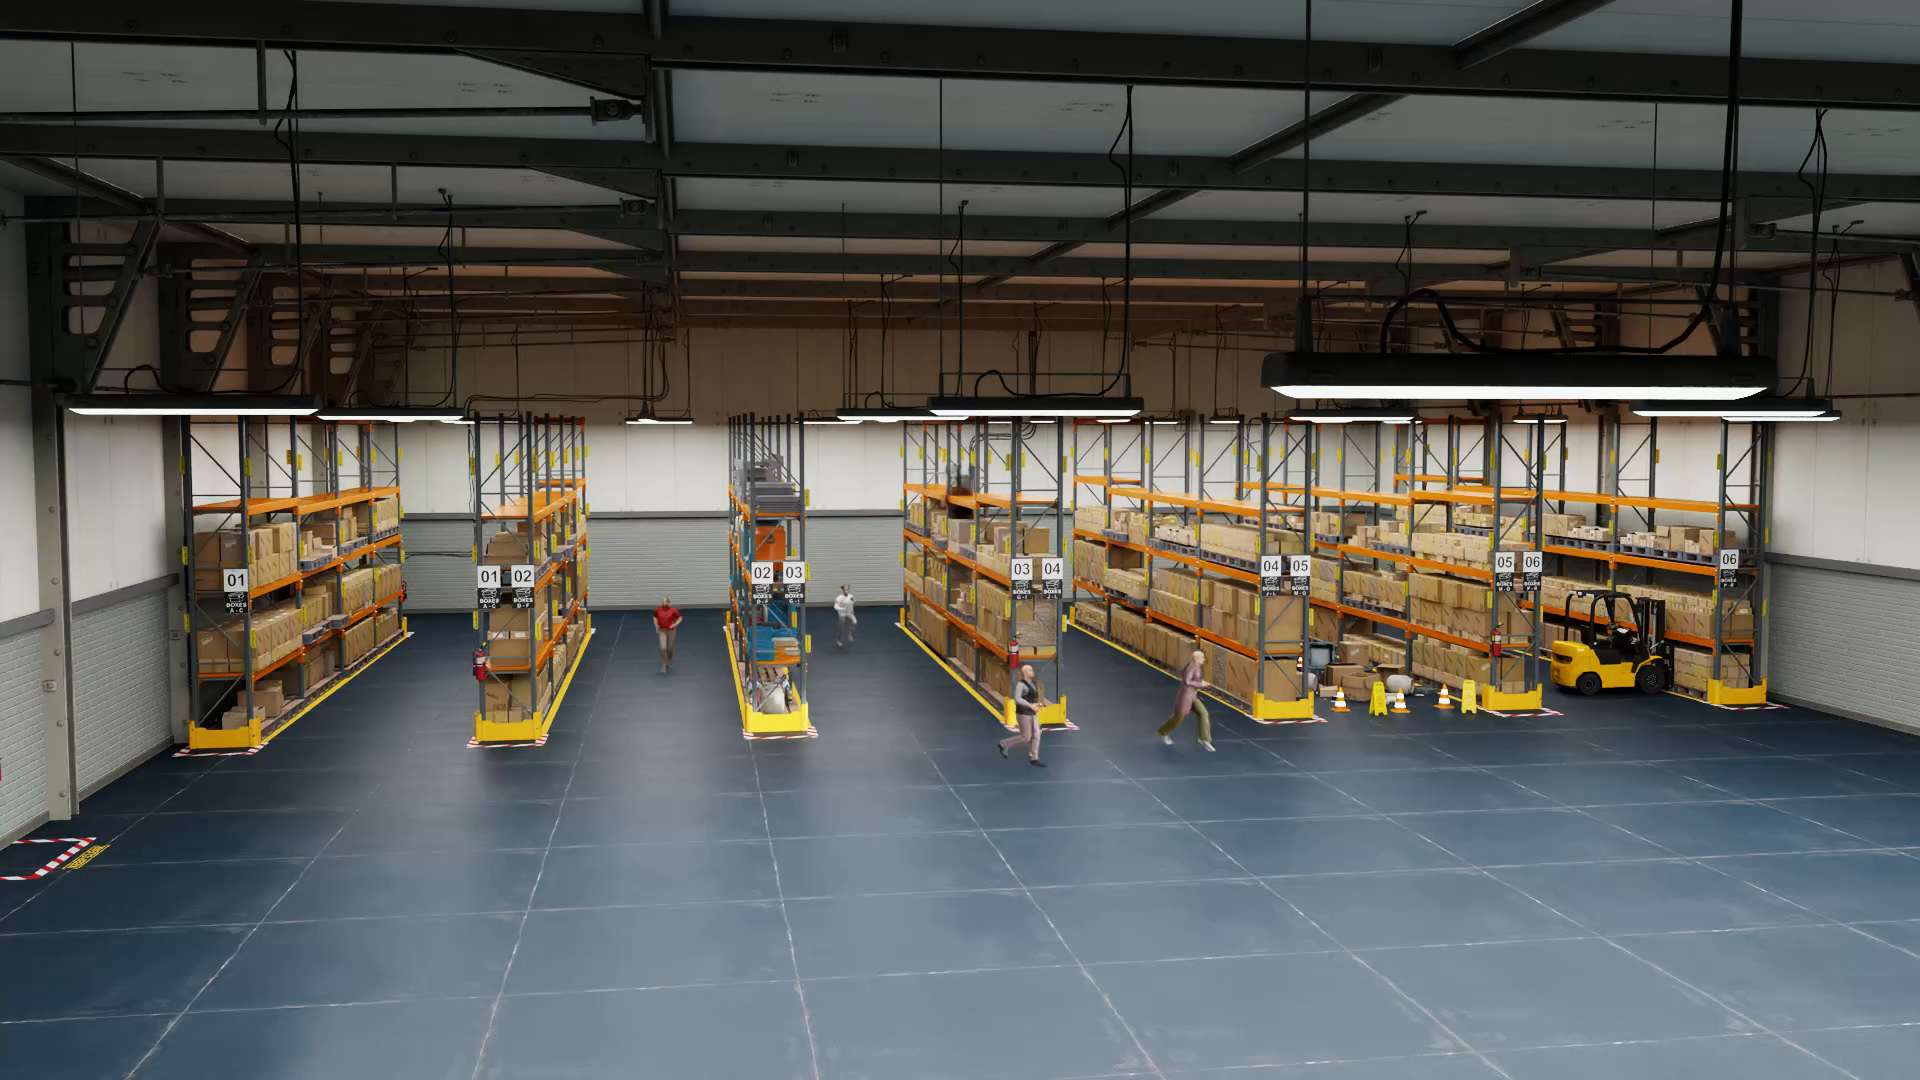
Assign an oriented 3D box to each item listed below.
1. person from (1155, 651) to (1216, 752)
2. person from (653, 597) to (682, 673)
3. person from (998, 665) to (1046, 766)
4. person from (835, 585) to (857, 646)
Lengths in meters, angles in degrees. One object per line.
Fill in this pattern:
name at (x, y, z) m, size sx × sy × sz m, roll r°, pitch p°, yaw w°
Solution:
person at (3.999, 2.834, 29.473) m, size 1.049 × 1.767 × 0.705 m, roll 2°, pitch 4°, yaw 30°
person at (-6.875, 2.220, 39.124) m, size 0.675 × 1.788 × 0.793 m, roll 0°, pitch 4°, yaw -6°
person at (1.085, 2.967, 28.207) m, size 0.819 × 1.719 × 0.669 m, roll 2°, pitch 4°, yaw 26°
person at (-2.955, 1.946, 42.688) m, size 0.584 × 1.643 × 0.927 m, roll -2°, pitch 4°, yaw -22°
